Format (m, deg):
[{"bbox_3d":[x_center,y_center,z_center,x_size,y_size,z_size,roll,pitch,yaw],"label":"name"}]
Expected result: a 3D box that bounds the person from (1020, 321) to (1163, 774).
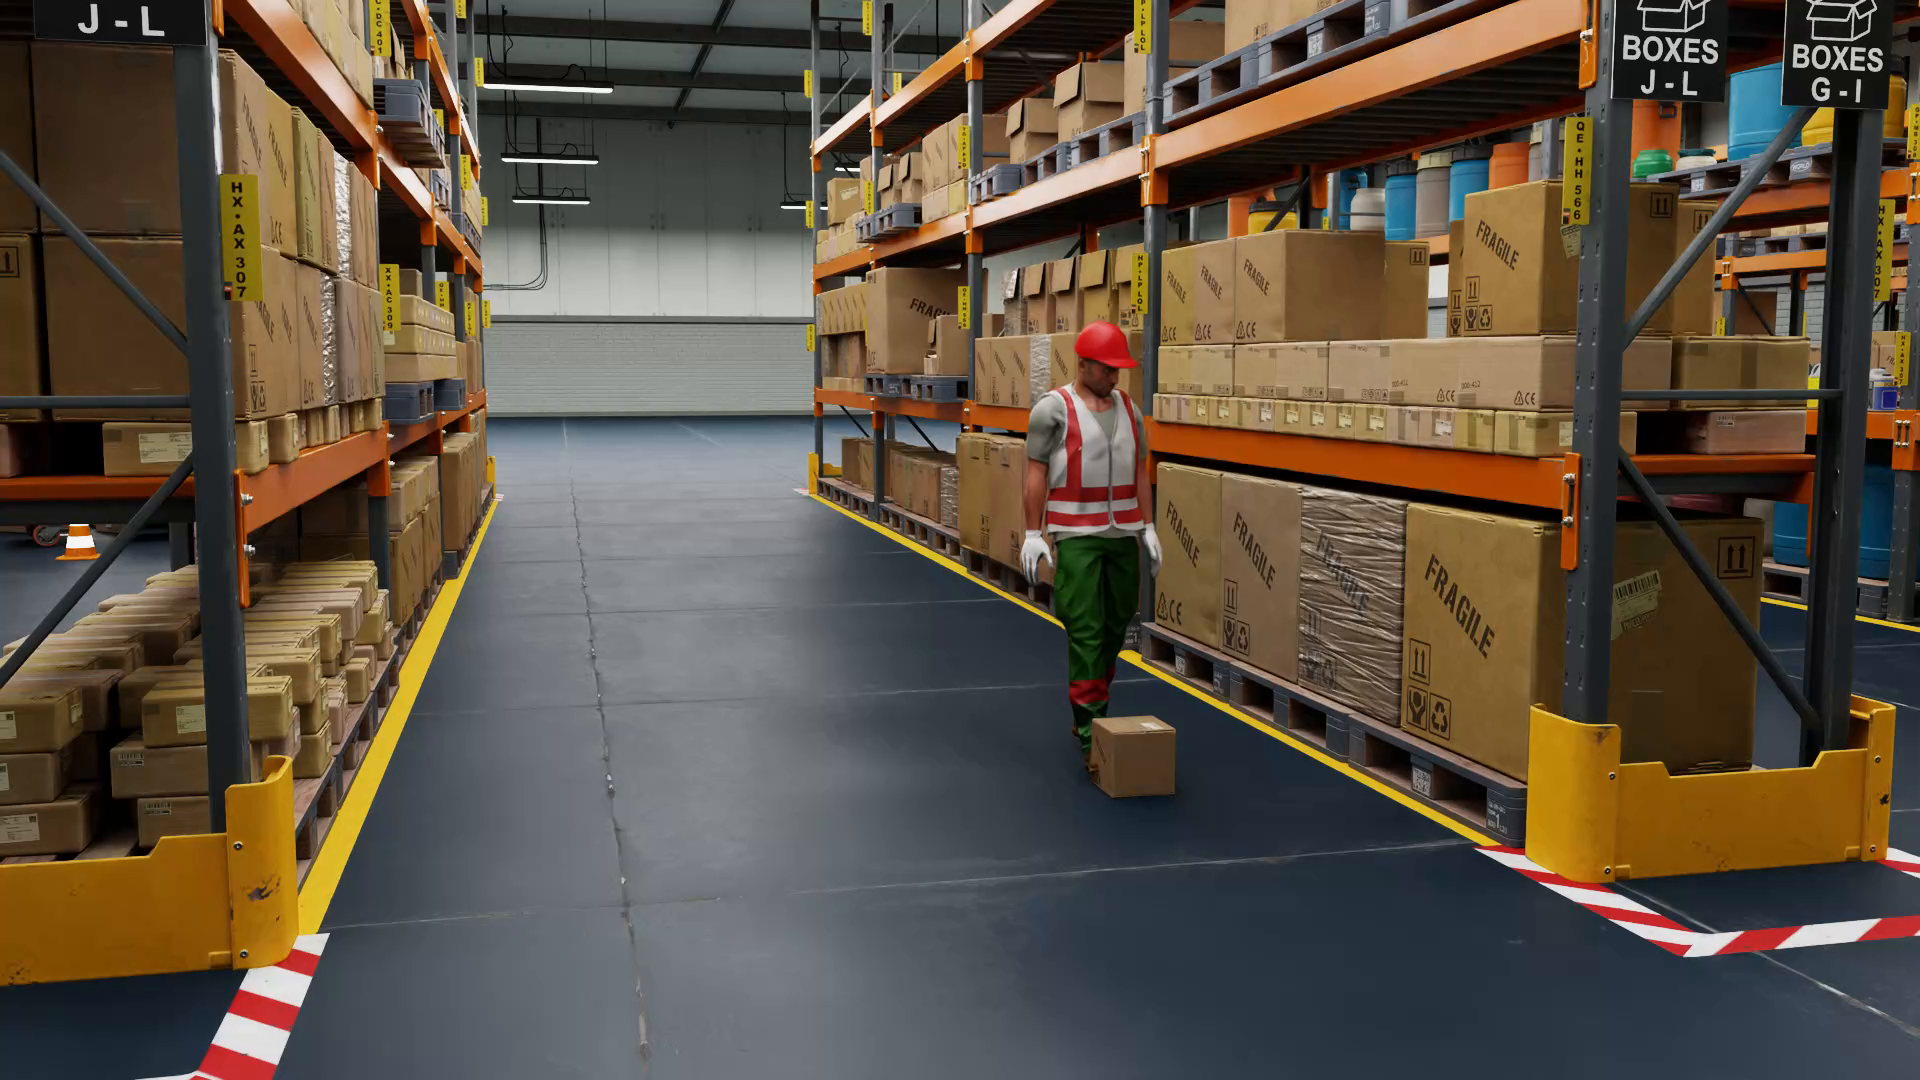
[{"bbox_3d":[2.491,-0.626,12.678,9.046,1.764,10.338,-3,7,-24],"label":"person"}]
